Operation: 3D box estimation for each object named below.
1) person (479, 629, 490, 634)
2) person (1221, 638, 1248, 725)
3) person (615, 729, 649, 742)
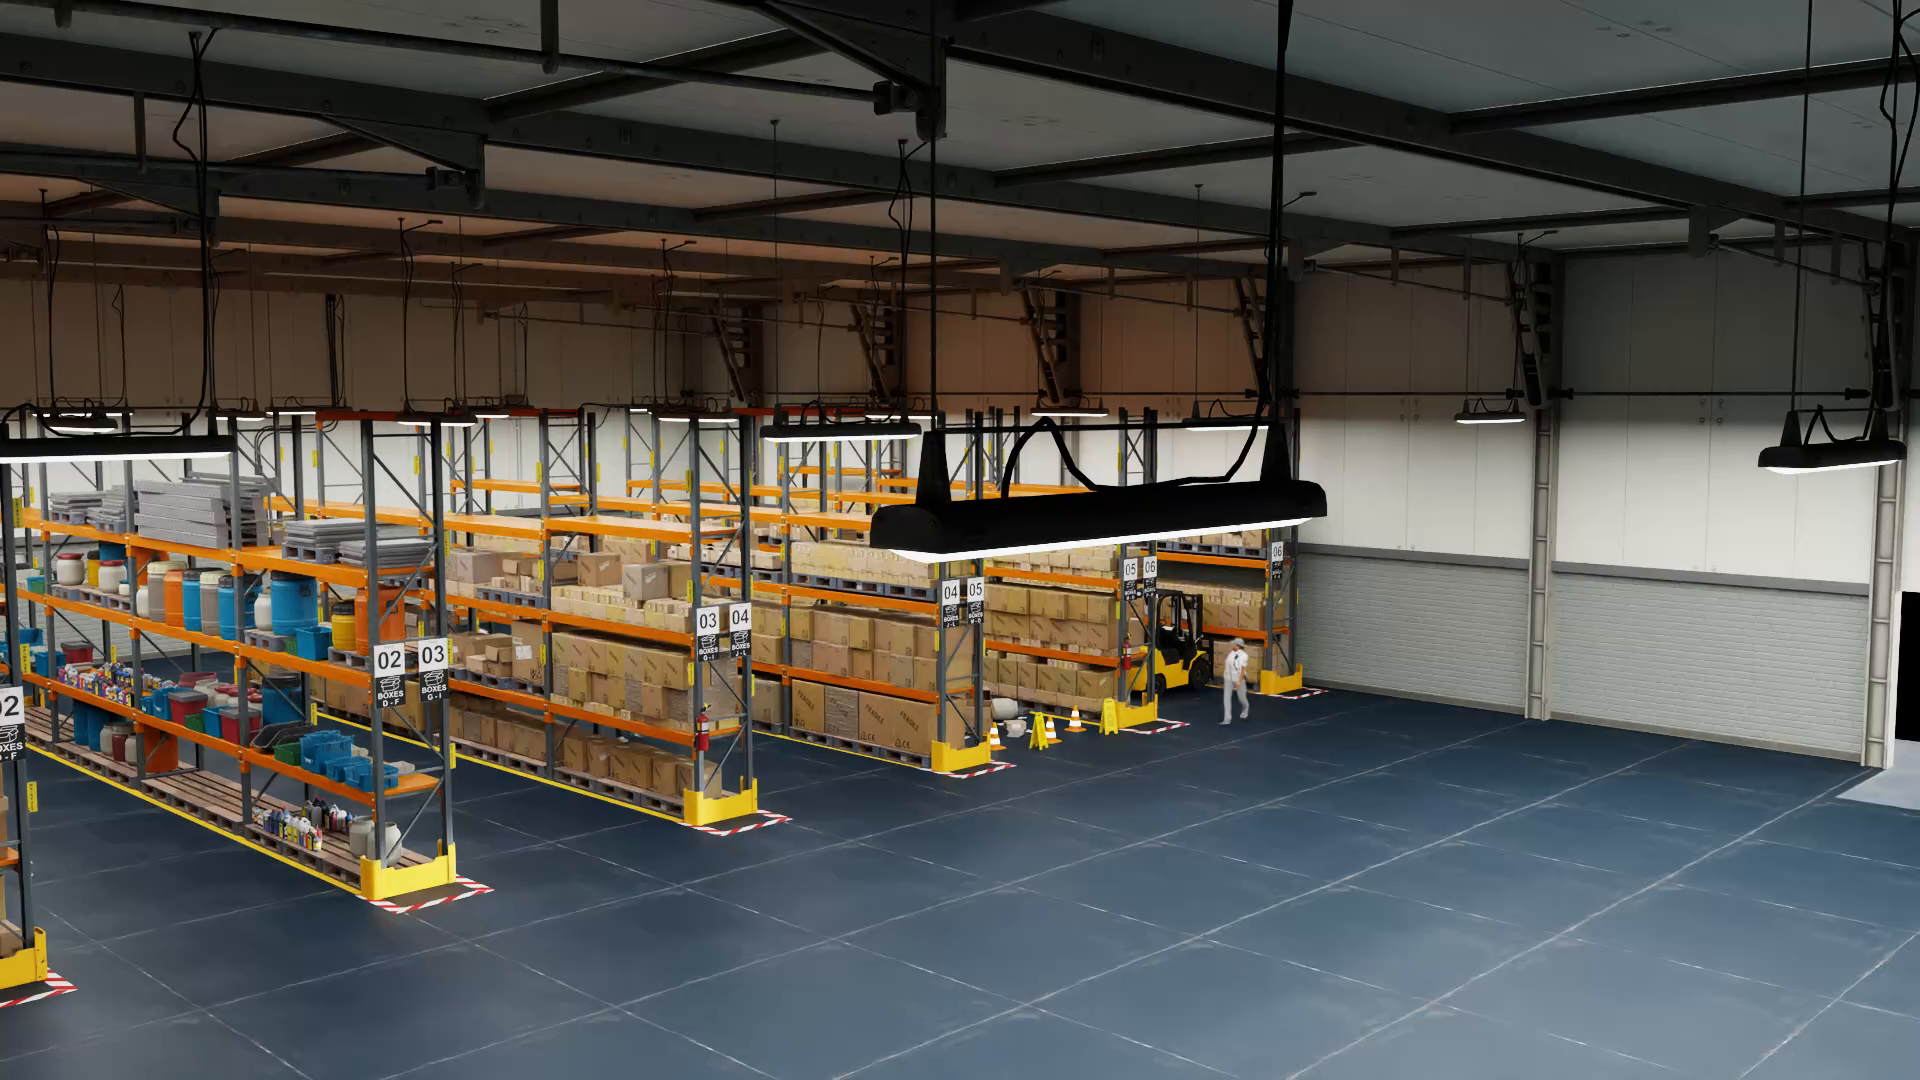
[{"bbox_3d":[-9.318,2.606,32.452,1.003,1.746,0.764,5,7,44],"label":"person"},{"bbox_3d":[5.285,2.685,31.889,0.467,1.633,0.880,2,5,23],"label":"person"},{"bbox_3d":[-5.987,2.869,30.252,0.541,1.595,0.592,0,5,-1],"label":"person"}]
